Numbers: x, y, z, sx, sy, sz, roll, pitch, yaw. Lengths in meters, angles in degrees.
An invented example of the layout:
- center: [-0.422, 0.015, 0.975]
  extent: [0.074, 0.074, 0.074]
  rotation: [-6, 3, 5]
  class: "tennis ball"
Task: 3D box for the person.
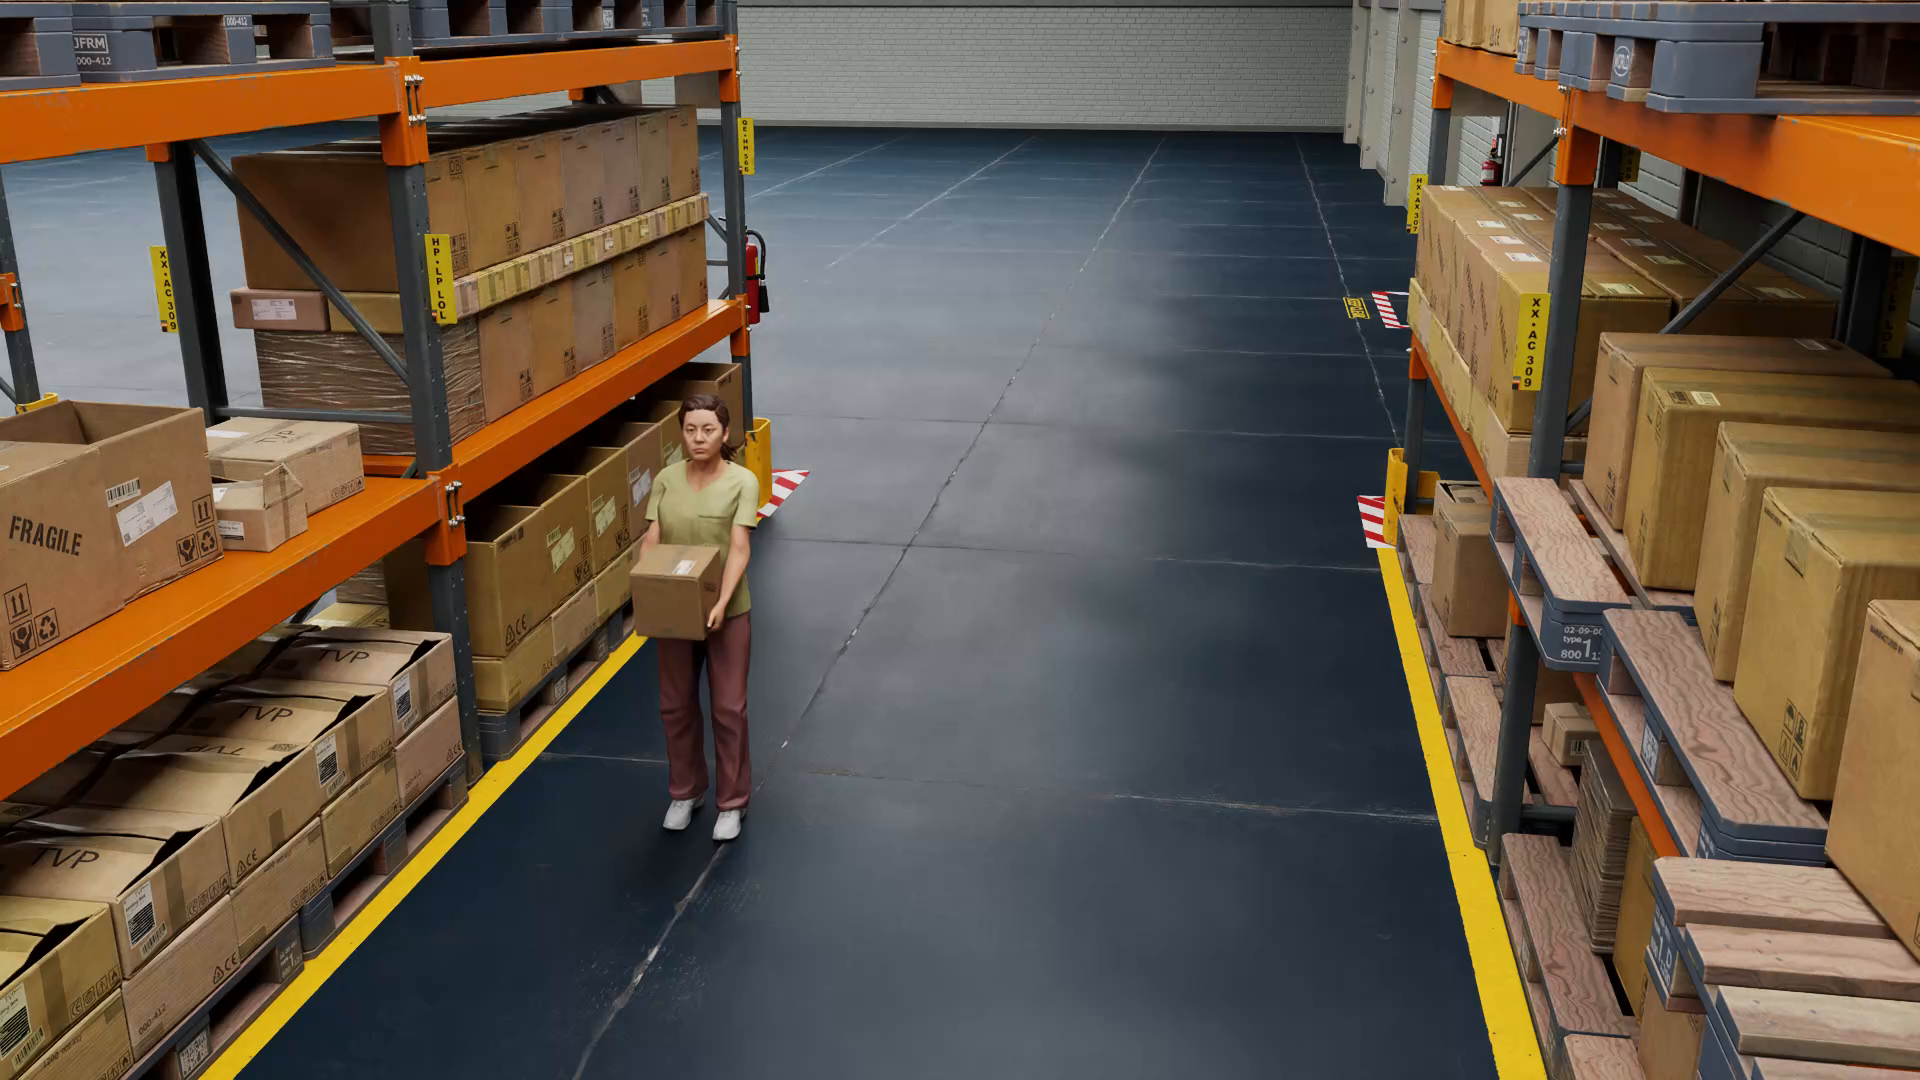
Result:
- center: [-0.963, 0.299, 6.156]
  extent: [0.425, 1.665, 0.556]
  rotation: [3, 18, 10]
  class: "person"
